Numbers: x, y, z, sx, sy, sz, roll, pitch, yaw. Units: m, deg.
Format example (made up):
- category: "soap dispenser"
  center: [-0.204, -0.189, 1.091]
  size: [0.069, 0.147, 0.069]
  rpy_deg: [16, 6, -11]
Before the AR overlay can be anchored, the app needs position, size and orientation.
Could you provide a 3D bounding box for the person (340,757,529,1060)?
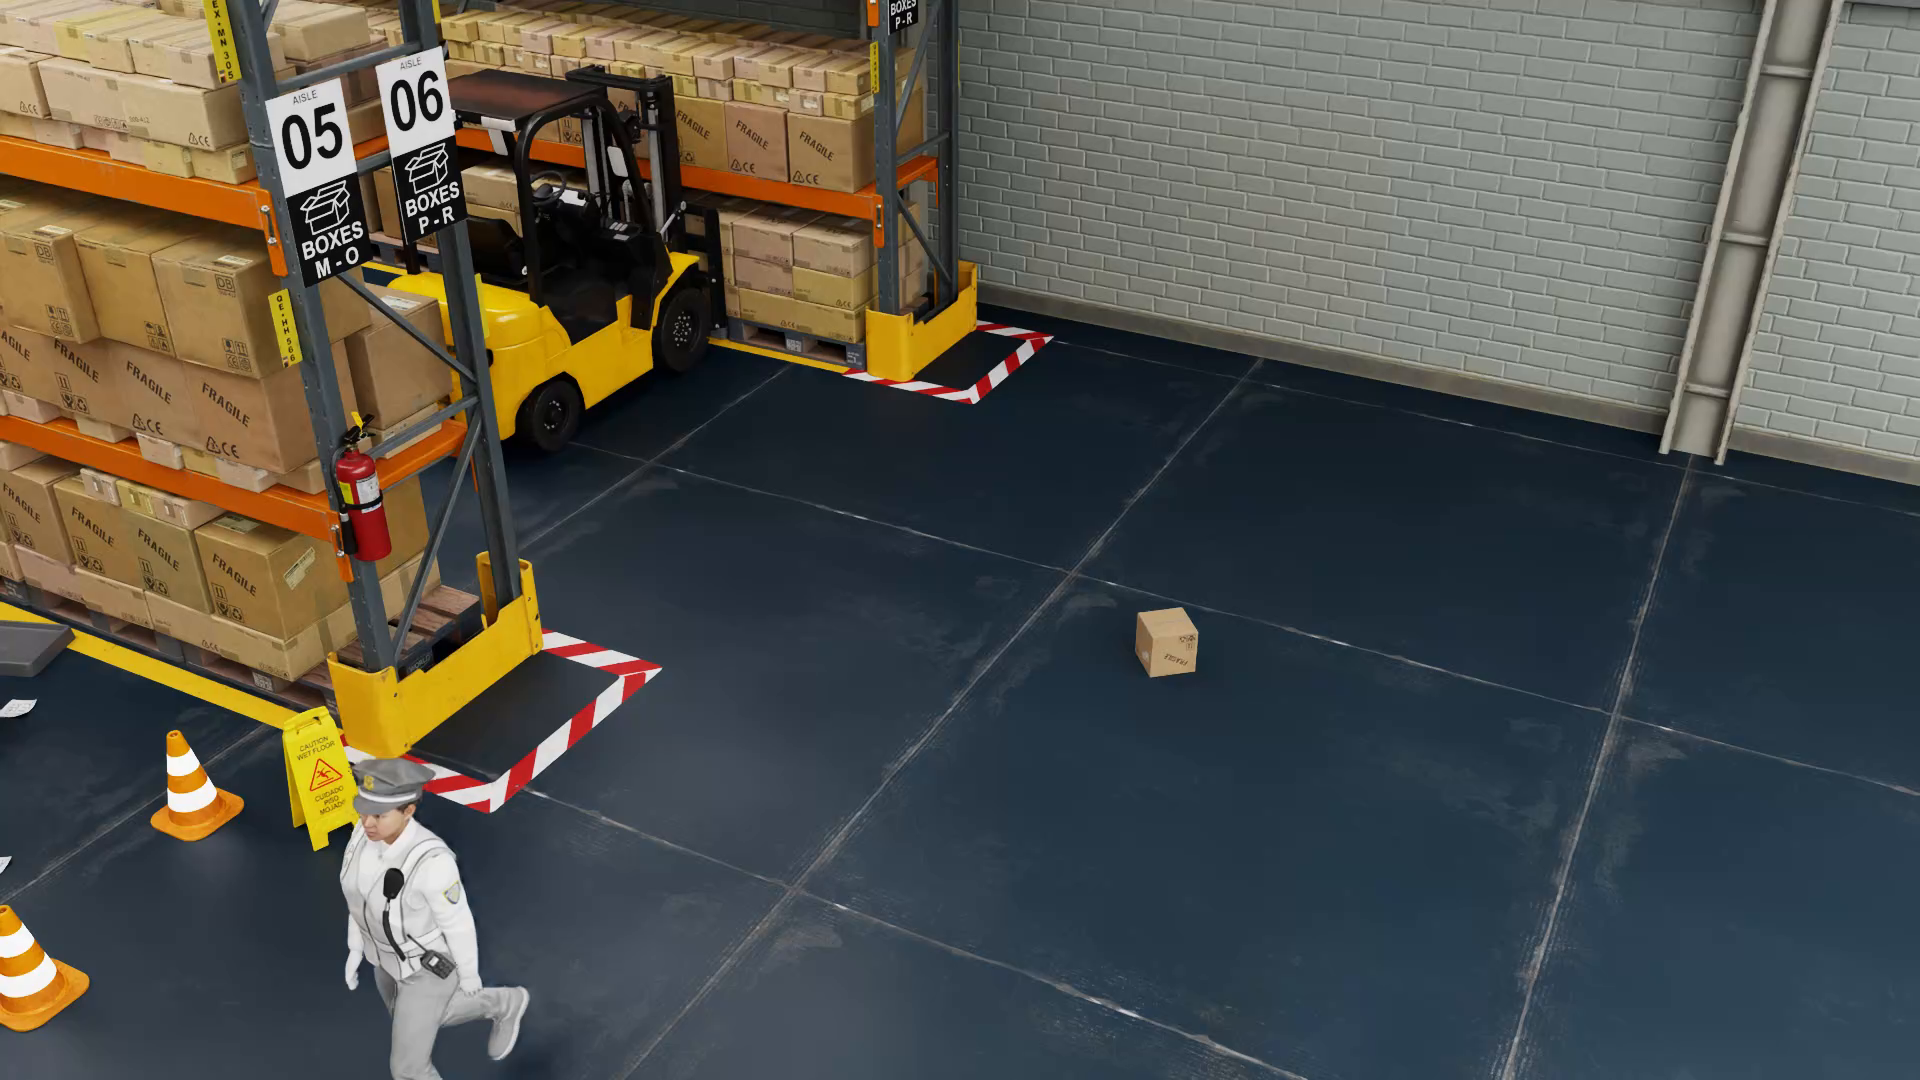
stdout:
- category: "person"
  center: [-1.865, 1.418, 5.804]
  size: [0.475, 1.660, 0.814]
  rpy_deg: [22, 37, 33]
